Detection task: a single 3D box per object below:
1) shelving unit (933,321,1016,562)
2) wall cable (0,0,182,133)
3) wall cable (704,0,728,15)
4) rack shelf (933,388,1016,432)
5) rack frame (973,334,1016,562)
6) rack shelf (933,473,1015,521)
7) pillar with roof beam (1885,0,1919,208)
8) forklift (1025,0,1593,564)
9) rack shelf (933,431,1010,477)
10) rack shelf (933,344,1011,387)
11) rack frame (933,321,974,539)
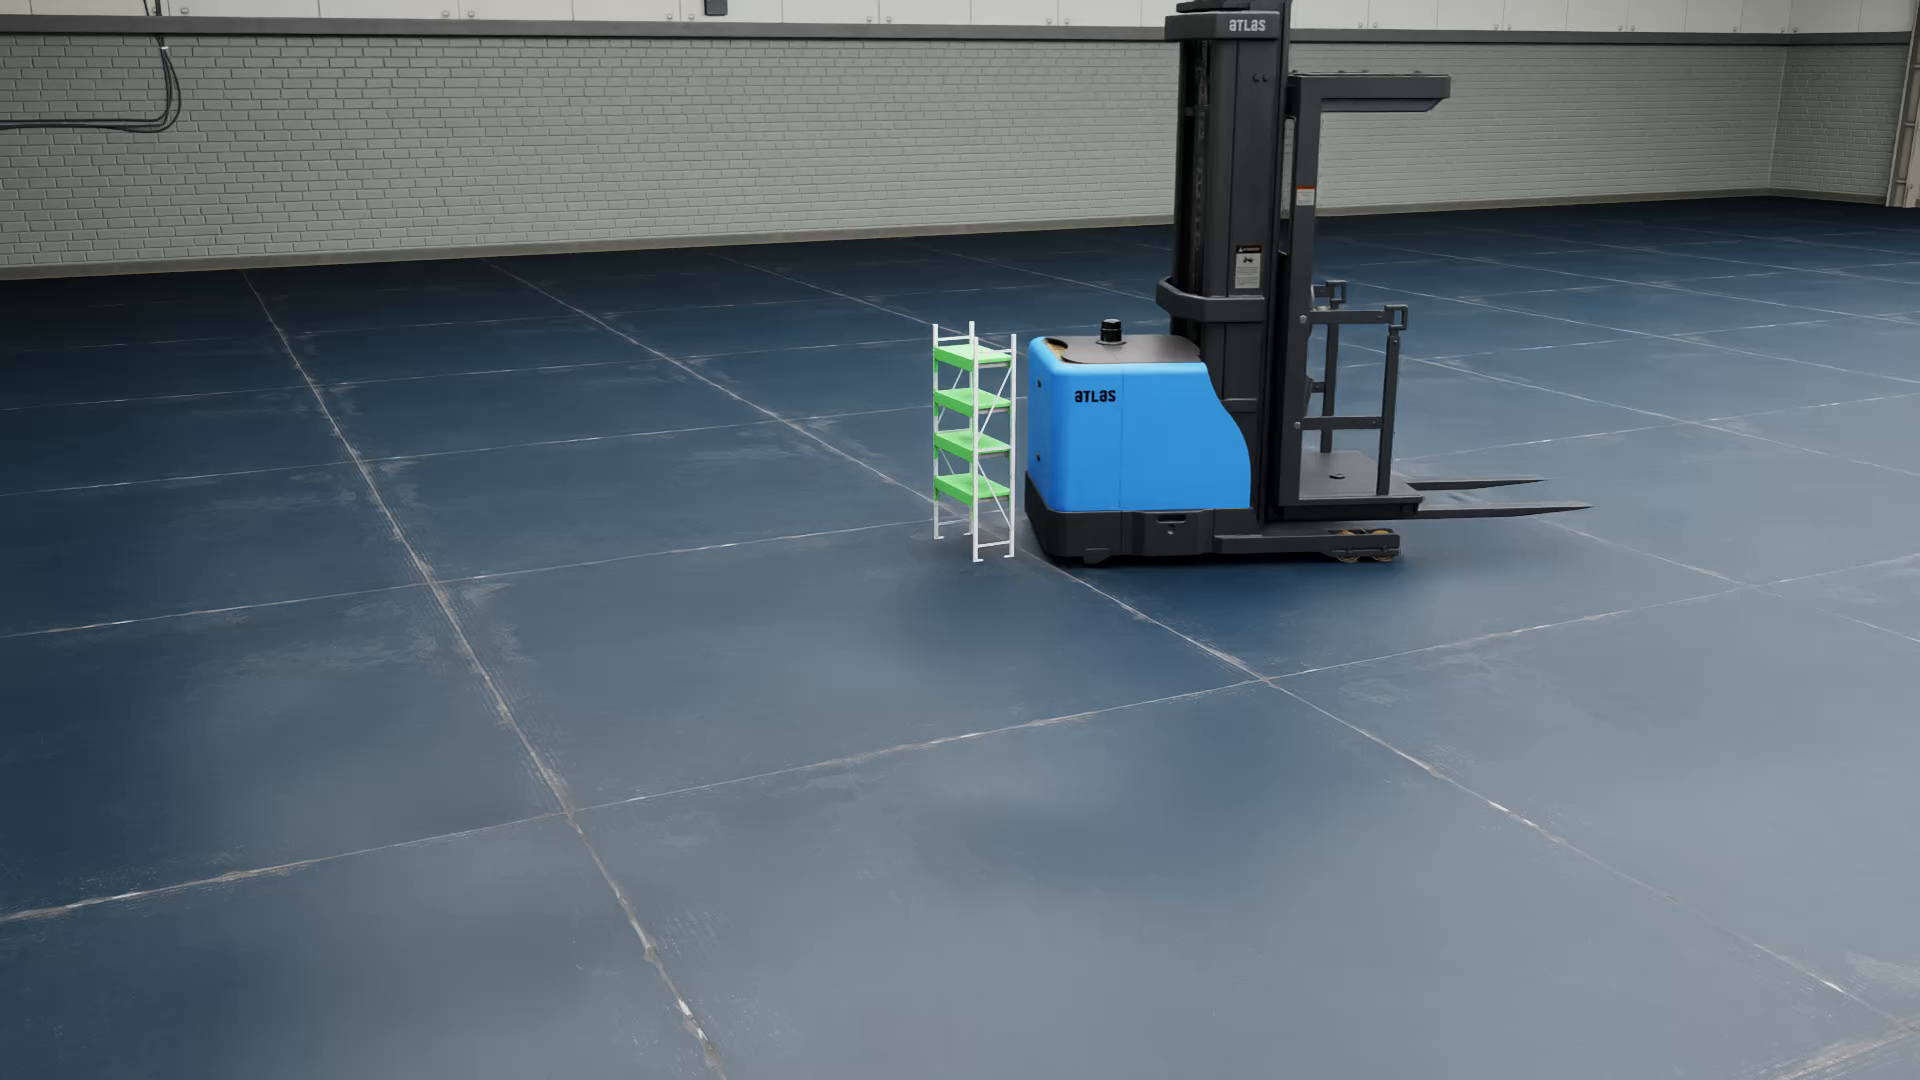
[{"bbox_3d":[0.073,-0.536,8.942,0.258,1.200,0.503,-8,18,-25],"label":"shelving unit"},{"bbox_3d":[-11.043,-6.078,19.745,3.097,2.526,0.112,-8,18,-25],"label":"wall cable"},{"bbox_3d":[-2.502,-10.348,22.832,2.305,6.003,0.169,-8,18,-25],"label":"wall cable"},{"bbox_3d":[0.073,-0.705,8.894,0.258,0.148,0.480,-8,18,-25],"label":"rack shelf"},{"bbox_3d":[0.179,-0.475,8.731,0.240,1.200,0.015,-8,18,-25],"label":"rack frame"},{"bbox_3d":[0.073,-0.244,9.026,0.258,0.148,0.480,-8,18,-25],"label":"rack shelf"},{"bbox_3d":[13.506,-9.966,27.666,9.100,9.000,0.400,-8,18,-25],"label":"pillar with roof beam"},{"bbox_3d":[1.921,-1.432,8.925,3.031,2.935,1.130,-1,16,-5],"label":"forklift"},{"bbox_3d":[0.073,-0.474,8.960,0.258,0.148,0.480,-8,18,-25],"label":"rack shelf"},{"bbox_3d":[0.073,-0.936,8.827,0.258,0.148,0.480,-8,18,-25],"label":"rack shelf"},{"bbox_3d":[-0.034,-0.596,9.153,0.240,1.200,0.015,-8,18,-25],"label":"rack frame"}]
